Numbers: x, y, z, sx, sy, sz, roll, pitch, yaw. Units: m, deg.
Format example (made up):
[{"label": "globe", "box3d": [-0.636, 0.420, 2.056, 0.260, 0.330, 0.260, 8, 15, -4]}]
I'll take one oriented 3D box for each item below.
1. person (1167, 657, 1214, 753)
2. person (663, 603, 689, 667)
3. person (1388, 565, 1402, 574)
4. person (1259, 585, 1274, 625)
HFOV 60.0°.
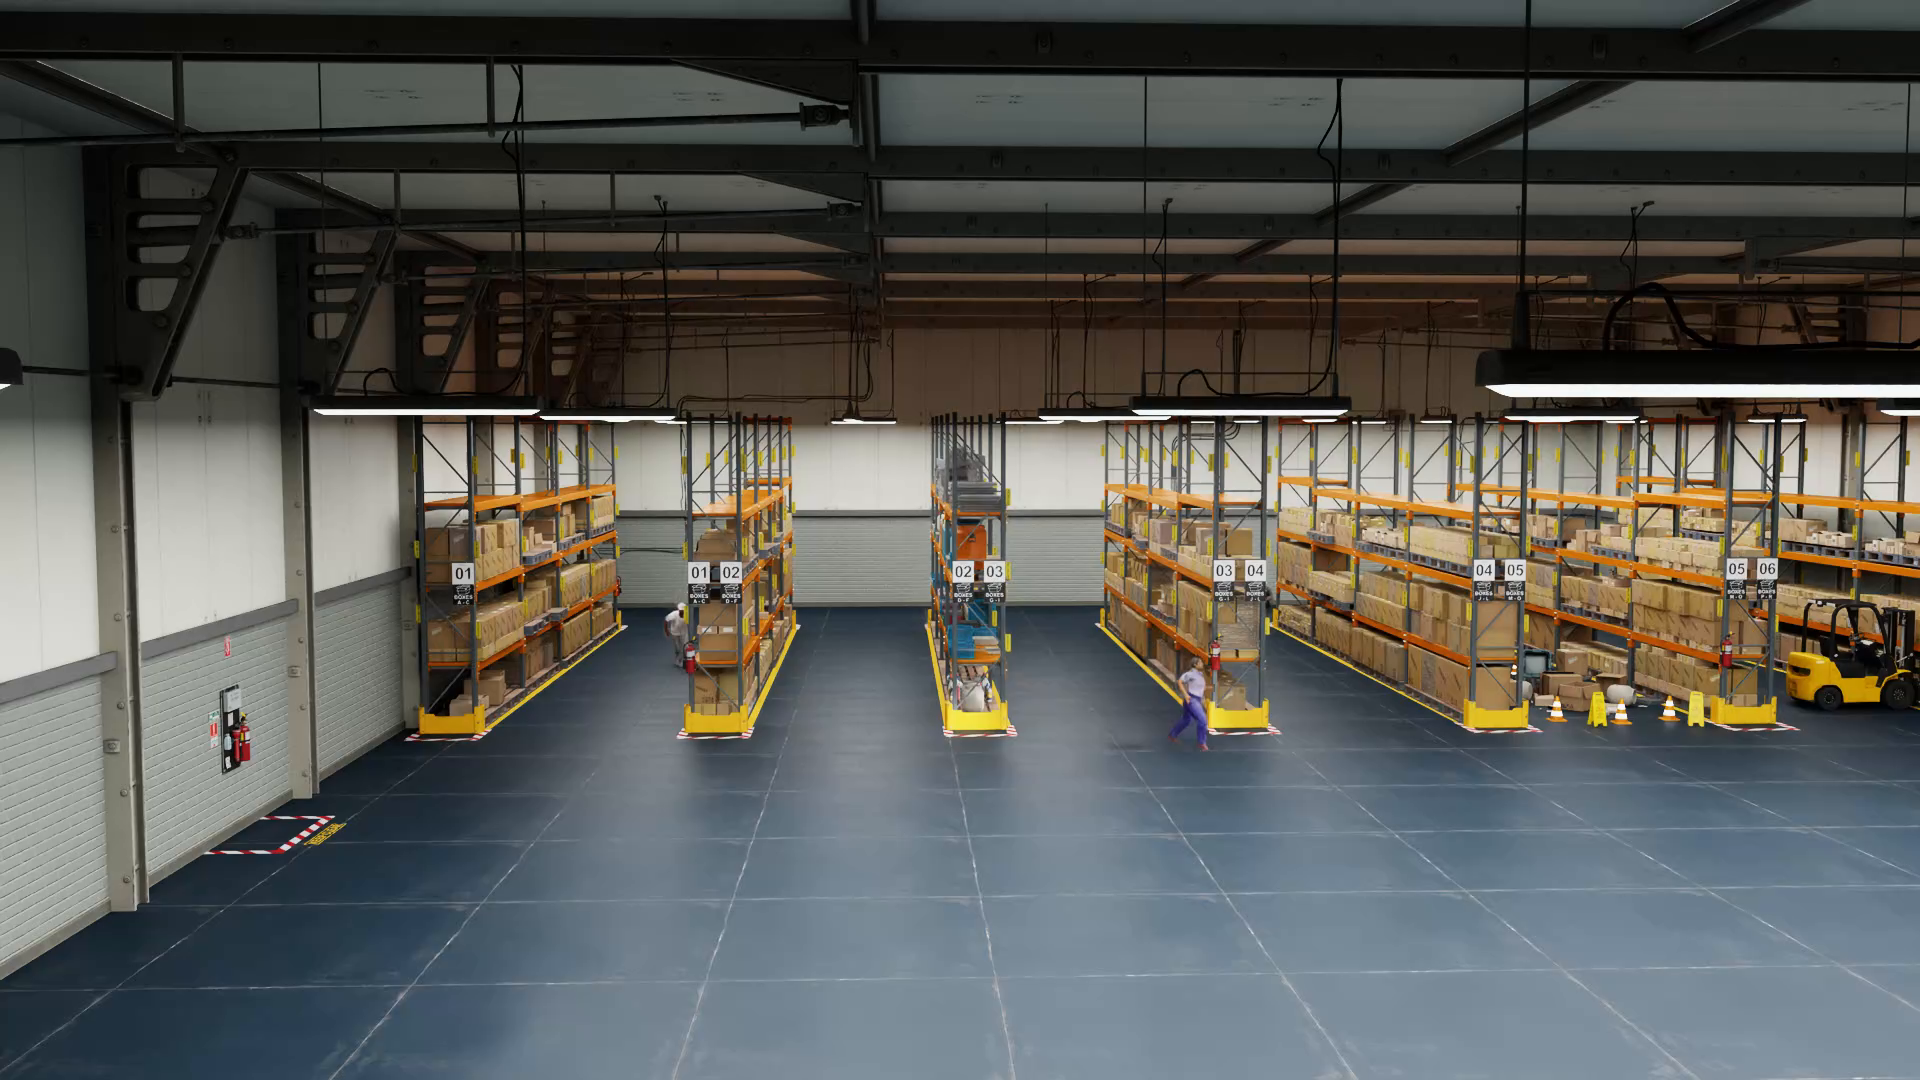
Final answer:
[{"label": "person", "box3d": [4.054, 2.909, 29.395, 0.864, 1.696, 0.637, 1, 4, 21]}, {"label": "person", "box3d": [-6.699, 2.252, 39.595, 0.725, 1.566, 0.944, -2, 4, -22]}, {"label": "person", "box3d": [13.111, 1.515, 49.898, 0.936, 1.639, 0.589, -1, 4, -18]}, {"label": "person", "box3d": [8.061, 1.845, 44.444, 0.616, 1.748, 0.726, -1, 4, -9]}]
